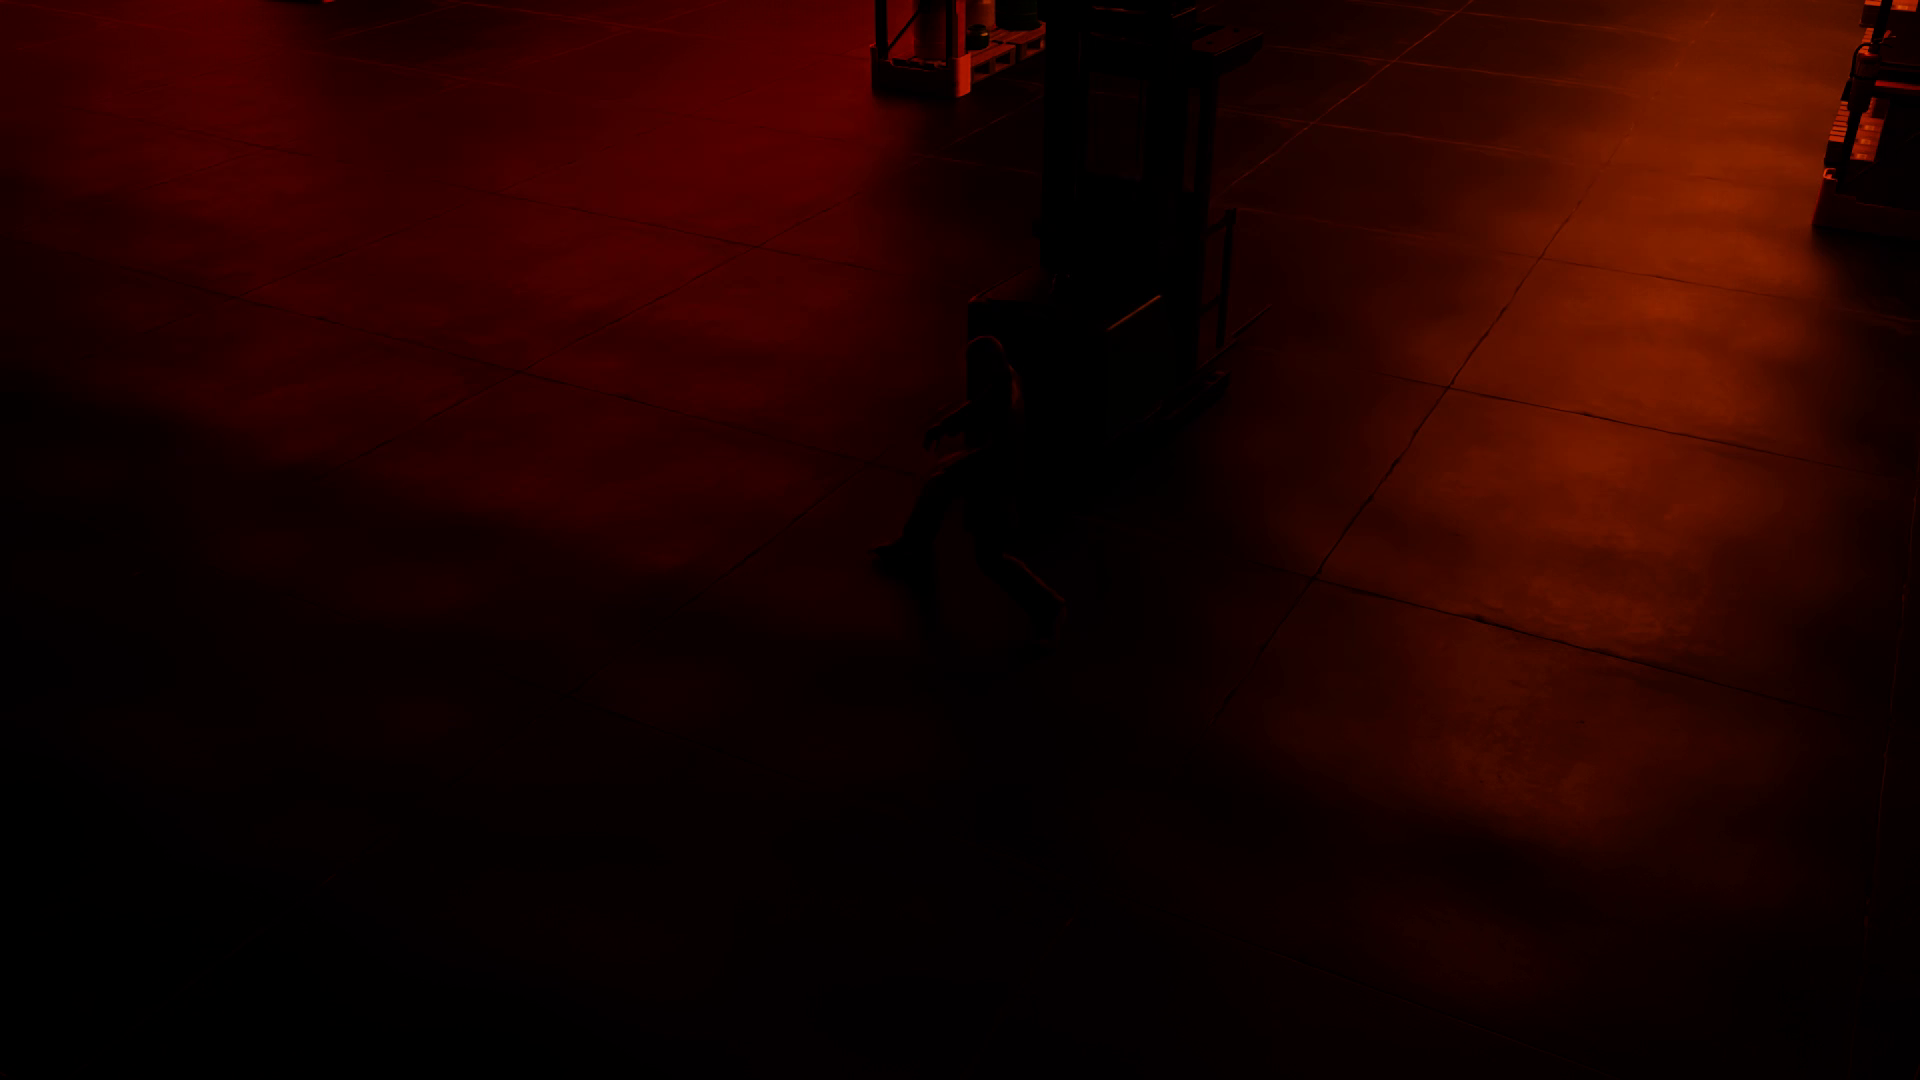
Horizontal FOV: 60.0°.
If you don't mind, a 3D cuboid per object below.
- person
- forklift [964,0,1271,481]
[{"bbox_3d":[0.052,-0.347,9.054,1.050,1.593,1.202,-2,30,-4],"label":"person"},{"bbox_3d":[1.258,-2.337,11.120,1.130,2.935,3.031,18,35,28],"label":"forklift"}]
